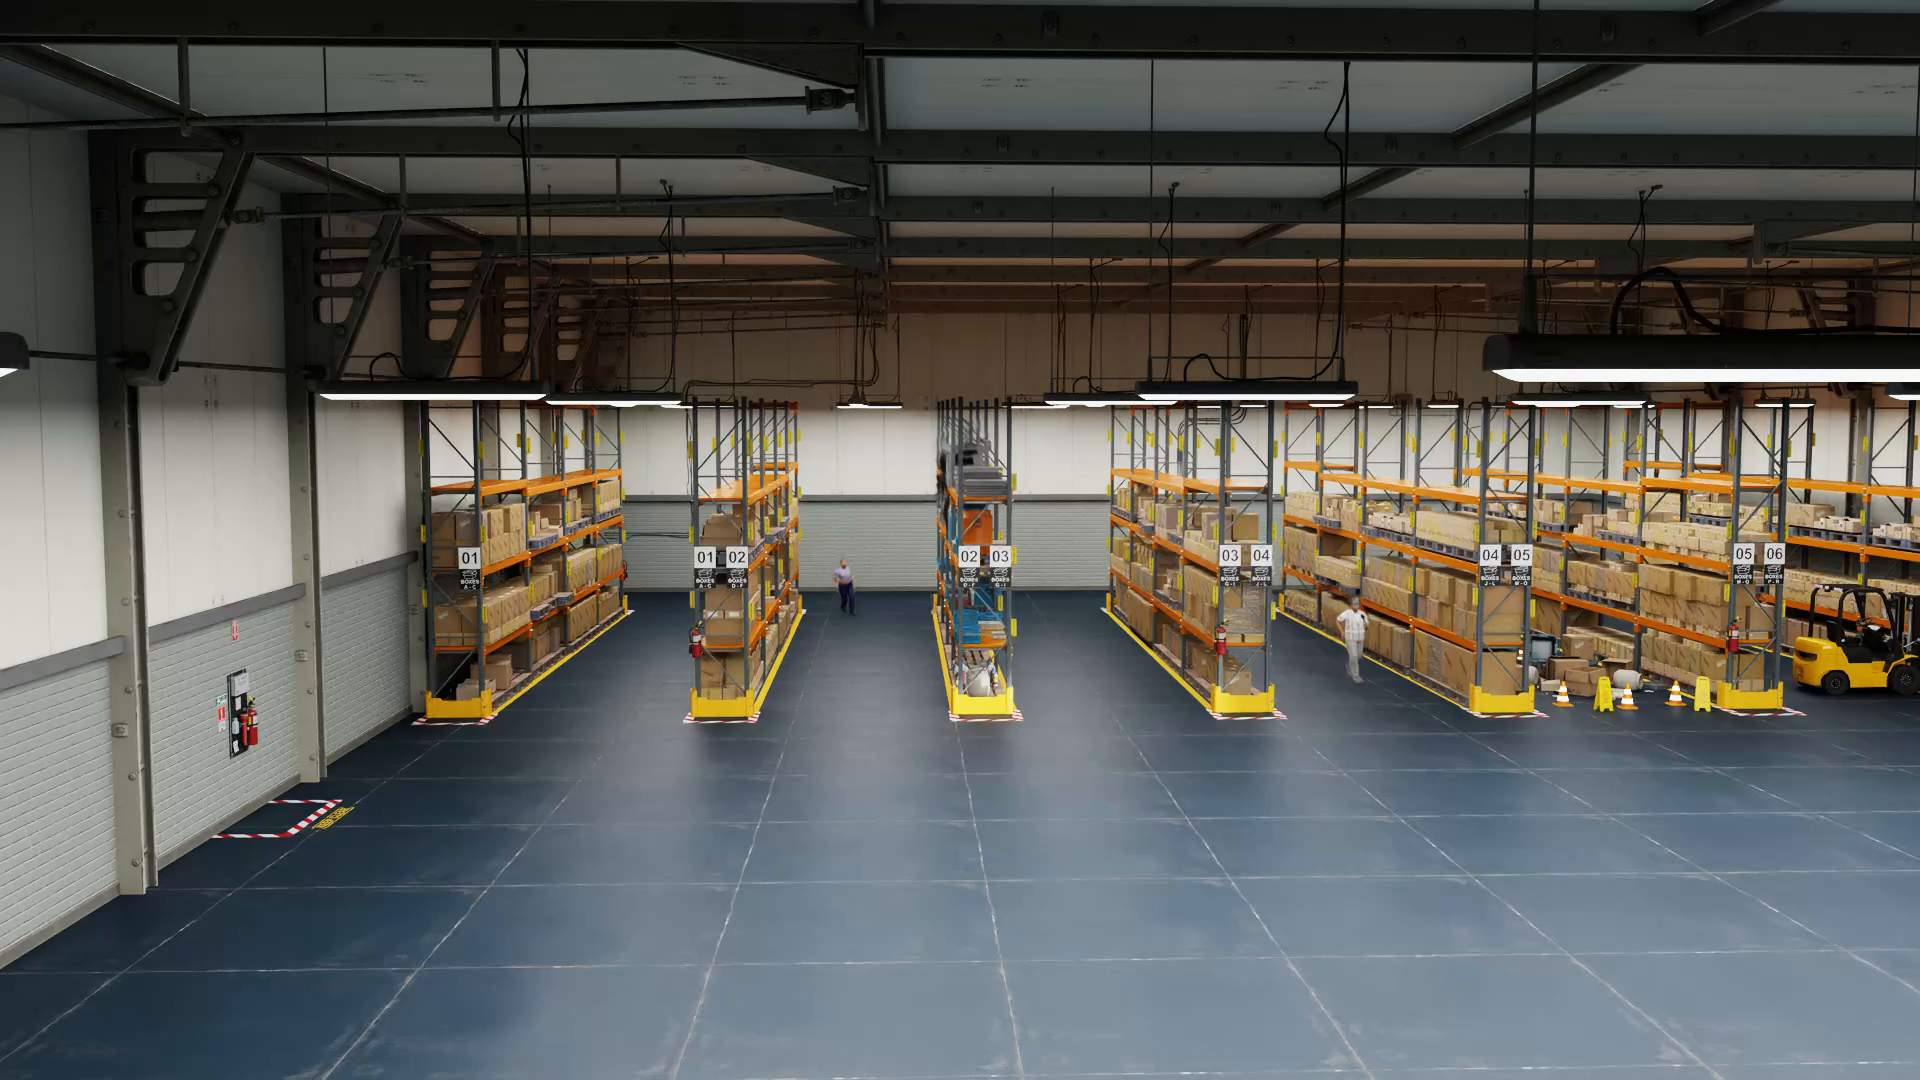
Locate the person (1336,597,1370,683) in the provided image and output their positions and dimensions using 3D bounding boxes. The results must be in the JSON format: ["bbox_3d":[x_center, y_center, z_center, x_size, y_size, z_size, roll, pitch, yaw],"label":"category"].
[{"bbox_3d":[8.379,2.091,35.268,0.662,1.768,0.953,-1,5,-15],"label":"person"}]

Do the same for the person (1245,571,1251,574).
[{"bbox_3d":[7.978,1.244,47.503,0.670,1.644,0.550,4,6,40],"label":"person"}]

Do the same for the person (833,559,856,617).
[{"bbox_3d":[-3.262,1.339,46.720,0.648,1.621,0.743,-2,5,-29],"label":"person"}]
